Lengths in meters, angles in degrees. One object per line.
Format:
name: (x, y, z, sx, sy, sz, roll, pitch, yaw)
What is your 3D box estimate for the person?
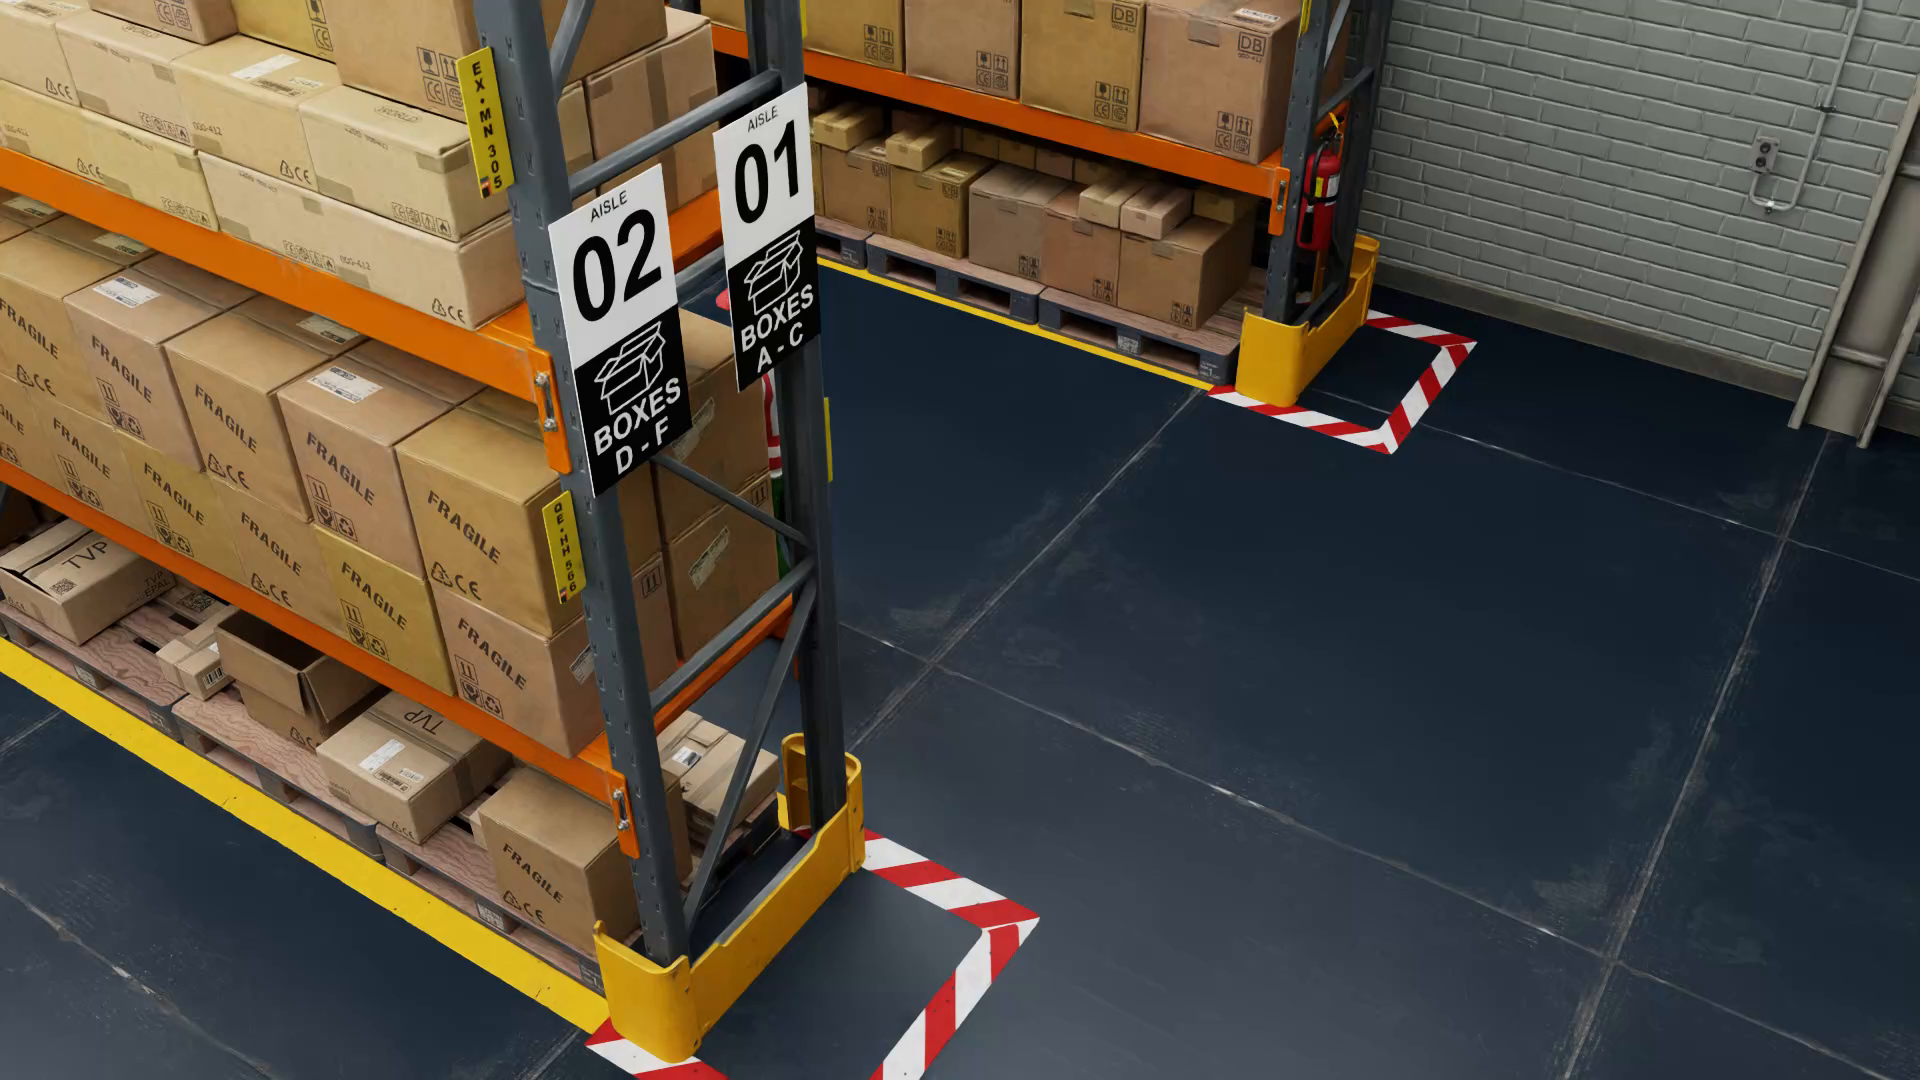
person: (-0.815, -0.345, 7.106, 0.348, 1.780, 0.527, 22, 43, 26)
